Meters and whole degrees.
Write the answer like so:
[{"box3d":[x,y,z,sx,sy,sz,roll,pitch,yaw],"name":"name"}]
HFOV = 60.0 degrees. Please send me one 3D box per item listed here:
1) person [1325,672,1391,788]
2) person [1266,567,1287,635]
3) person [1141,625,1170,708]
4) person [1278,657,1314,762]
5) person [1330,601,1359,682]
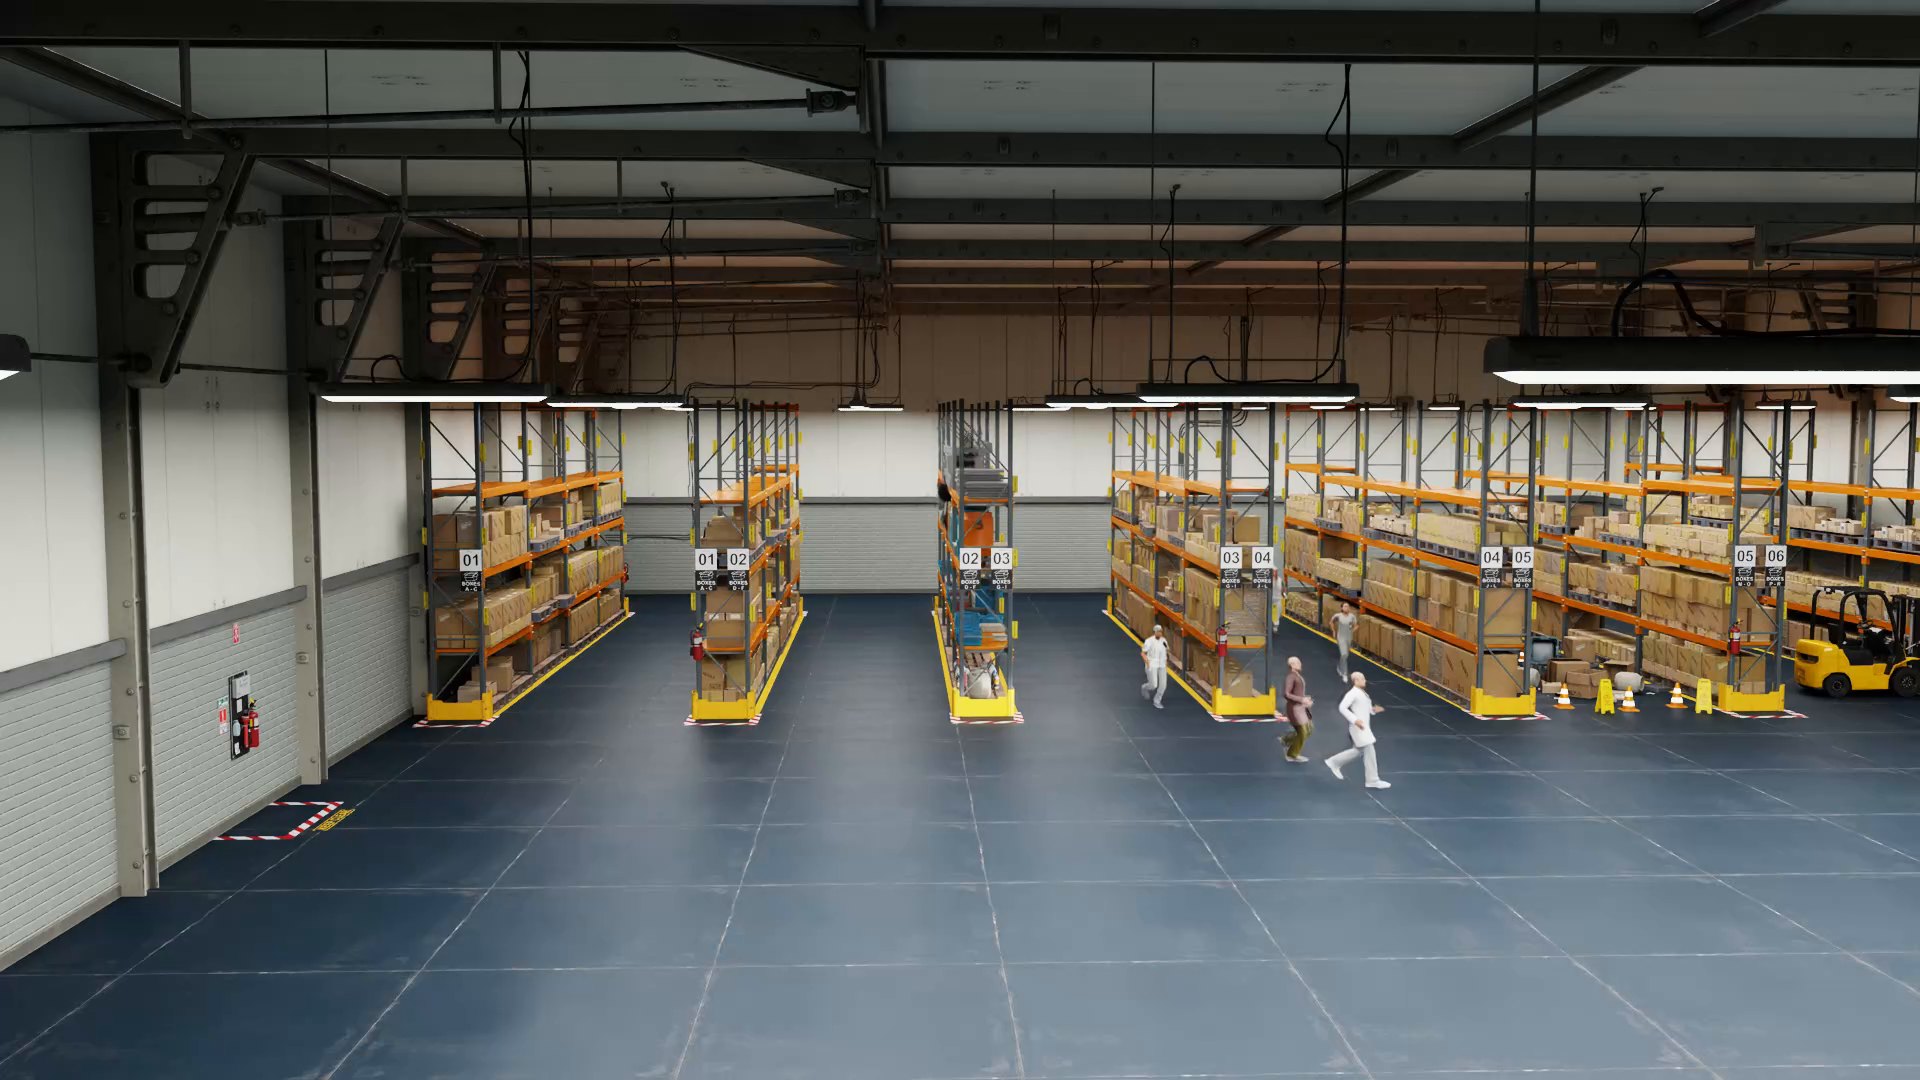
[{"box3d":[6.096,2.895,25.472,1.020,1.754,0.715,2,5,23],"name":"person"},{"box3d":[8.203,1.566,43.336,0.669,1.748,0.848,0,4,-1],"name":"person"},{"box3d":[3.815,2.454,32.521,0.599,1.611,0.609,-1,5,-18],"name":"person"},{"box3d":[5.535,2.780,27.317,0.660,1.727,0.705,2,5,26],"name":"person"},{"box3d":[8.292,2.164,35.848,0.559,1.703,0.839,-1,4,-7],"name":"person"}]
